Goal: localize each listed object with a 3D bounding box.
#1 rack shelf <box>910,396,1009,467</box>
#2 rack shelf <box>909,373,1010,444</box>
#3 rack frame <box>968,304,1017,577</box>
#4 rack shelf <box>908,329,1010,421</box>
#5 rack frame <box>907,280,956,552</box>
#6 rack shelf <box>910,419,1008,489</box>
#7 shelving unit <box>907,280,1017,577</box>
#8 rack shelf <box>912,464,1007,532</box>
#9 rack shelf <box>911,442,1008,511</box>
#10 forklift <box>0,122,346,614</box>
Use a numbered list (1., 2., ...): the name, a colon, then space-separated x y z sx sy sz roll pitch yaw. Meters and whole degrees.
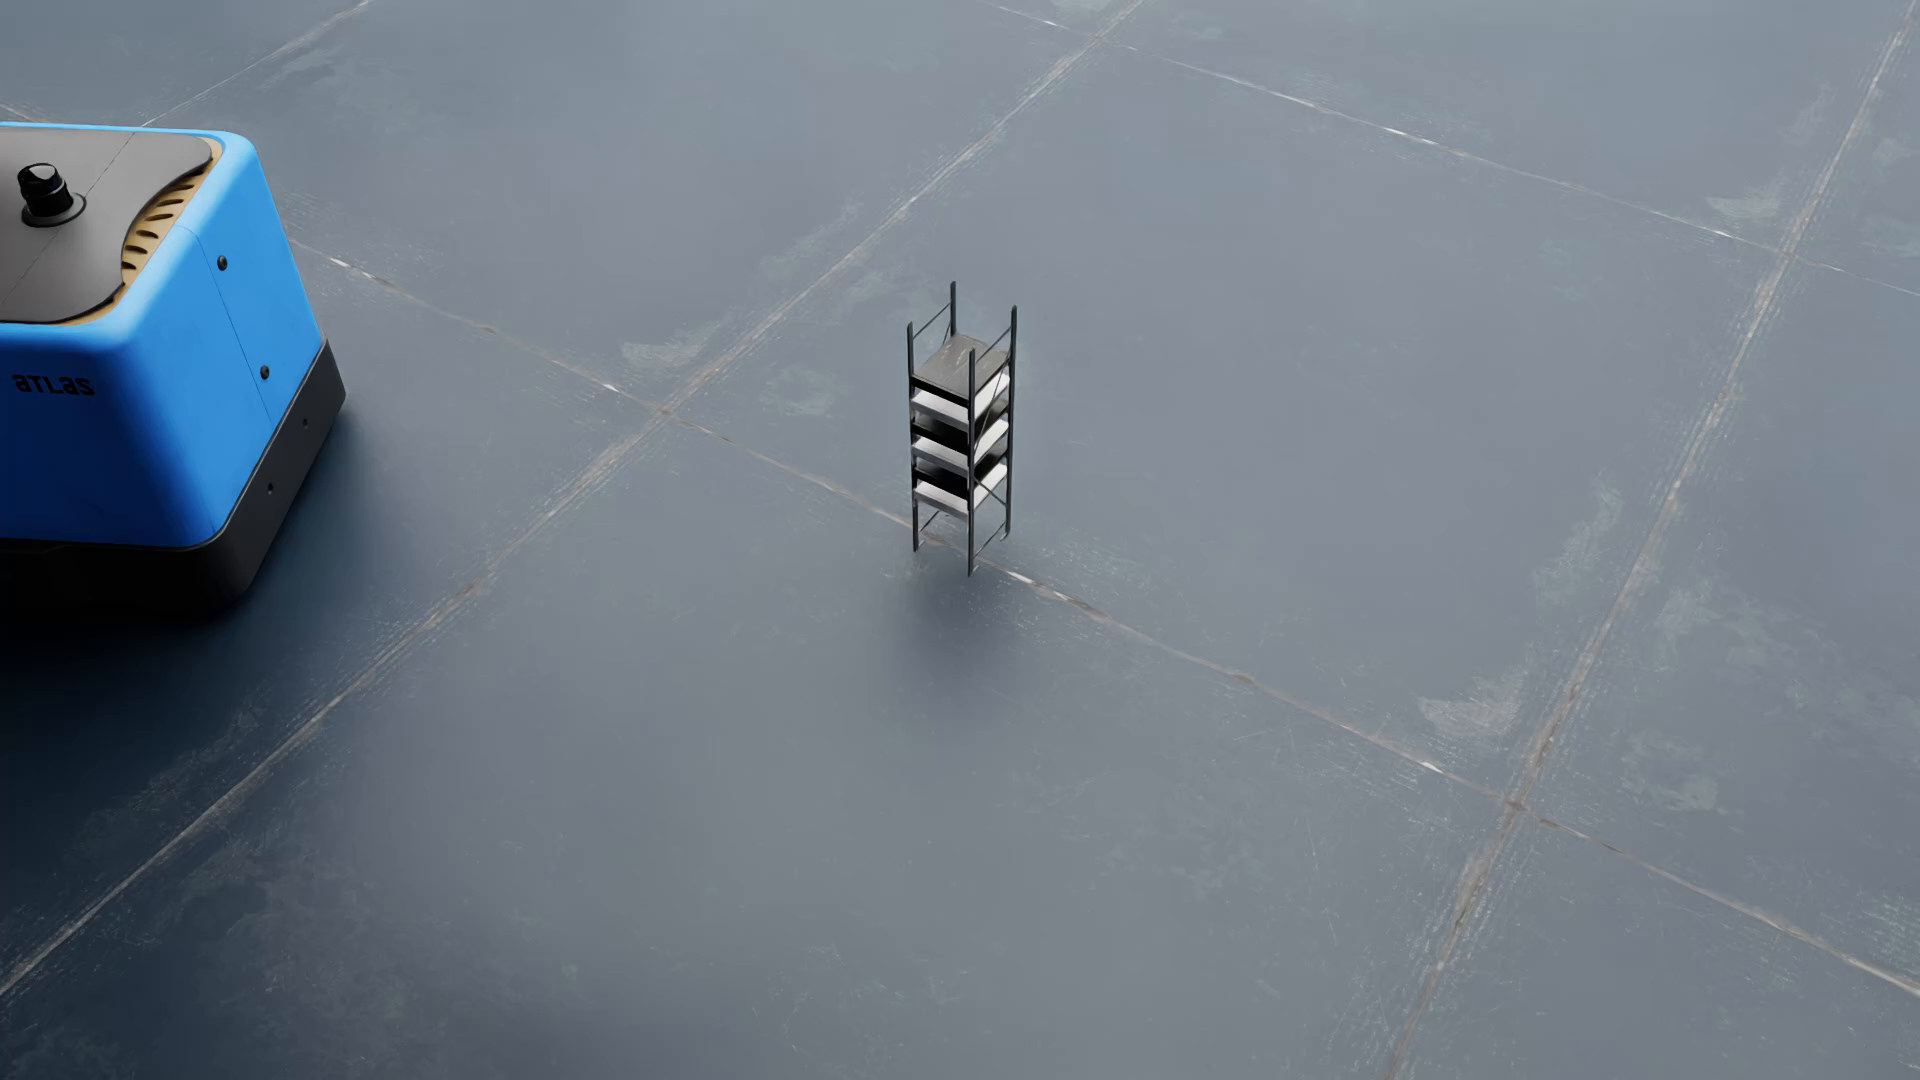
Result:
1. rack shelf: 0.007 -0.350 4.886 0.200 0.077 0.258 25 51 22
2. rack shelf: 0.007 -0.413 4.822 0.200 0.077 0.258 25 51 22
3. rack frame: 0.092 -0.271 4.889 0.006 0.900 0.240 25 51 22
4. rack shelf: 0.007 -0.475 4.757 0.200 0.077 0.258 25 51 22
5. rack frame: -0.079 -0.350 4.965 0.006 0.900 0.240 25 51 22
6. rack shelf: 0.007 -0.287 4.951 0.200 0.077 0.258 25 51 22
7. shelving unit: 0.007 -0.310 4.927 0.210 0.900 0.258 25 51 22
8. rack shelf: 0.007 -0.162 5.080 0.200 0.077 0.258 25 51 22
9. rack shelf: 0.007 -0.225 5.016 0.200 0.077 0.258 25 51 22
10. forklift: -3.619 -1.227 4.401 3.031 2.935 1.130 3 46 3
